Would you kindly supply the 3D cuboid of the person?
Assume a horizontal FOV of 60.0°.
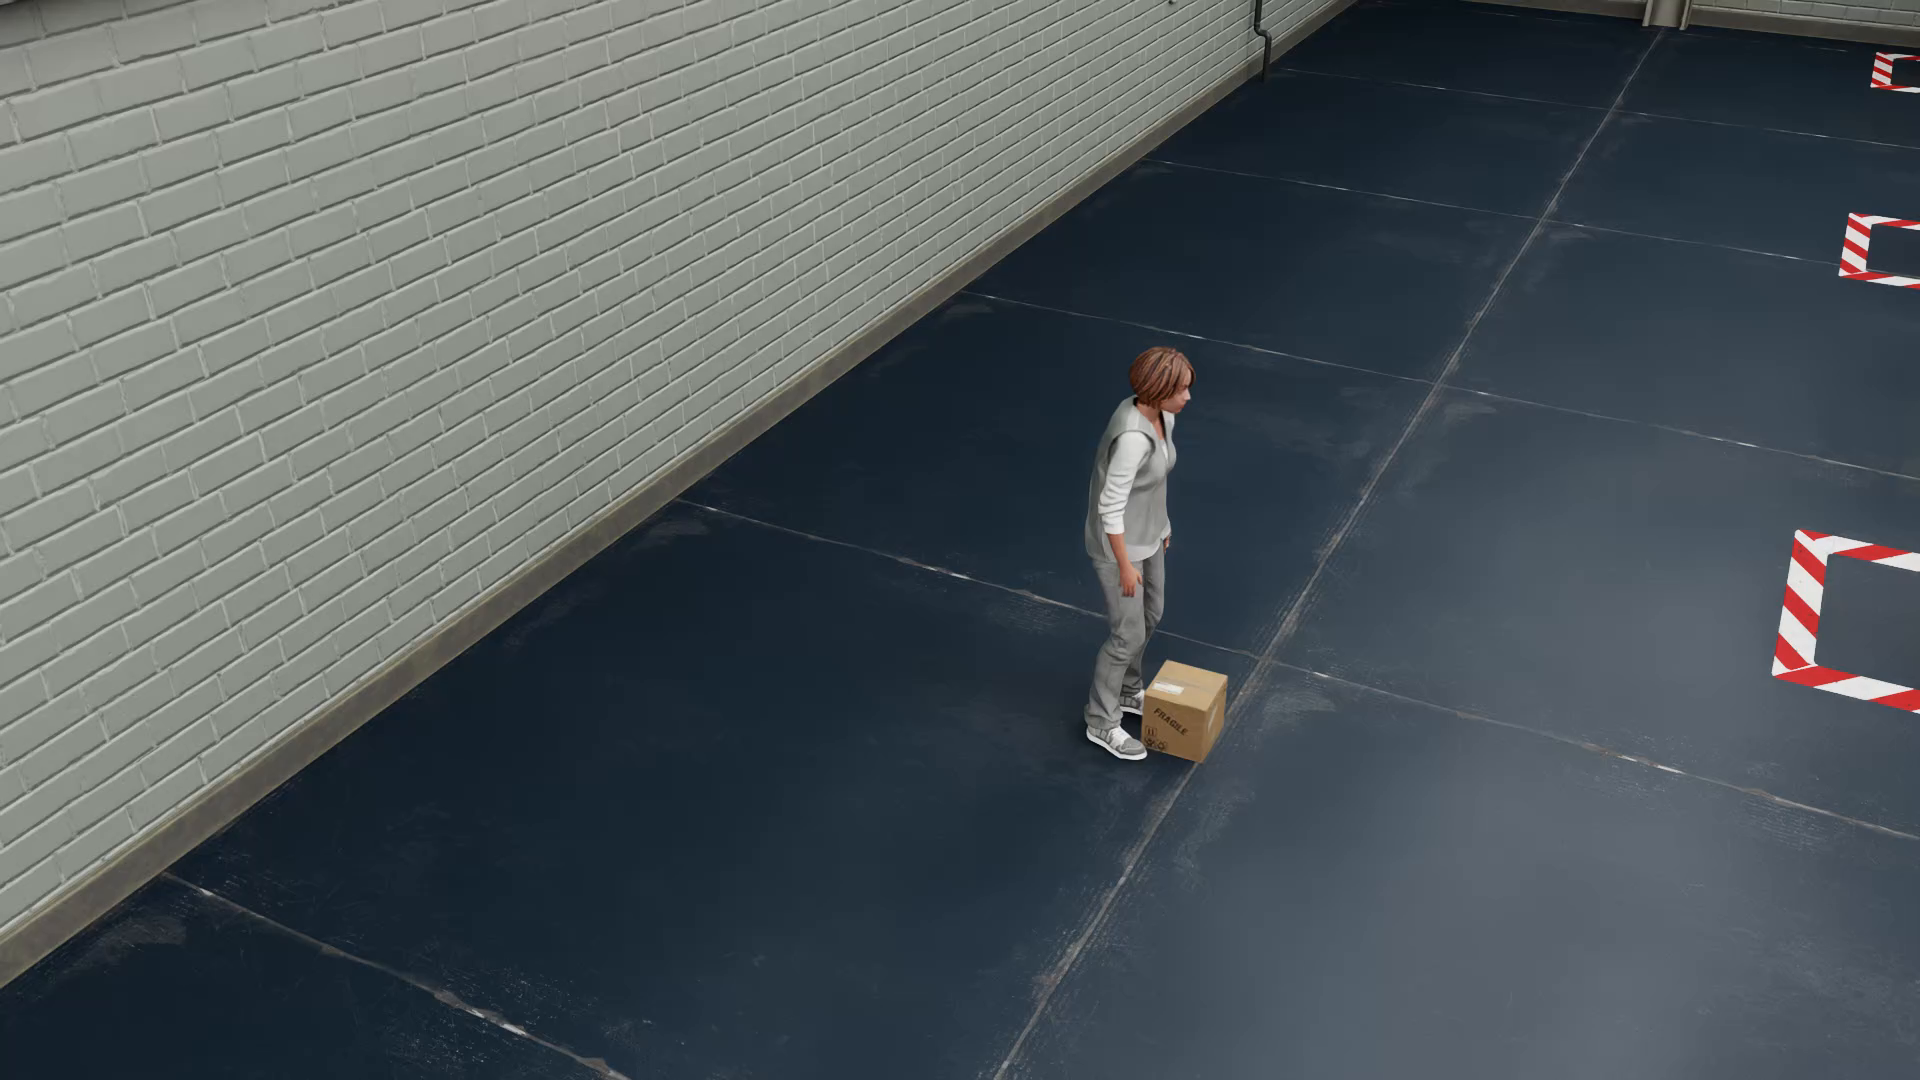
[{"bbox_3d":[0.647,0.028,6.095,0.349,1.592,0.467,14,33,23],"label":"person"}]
